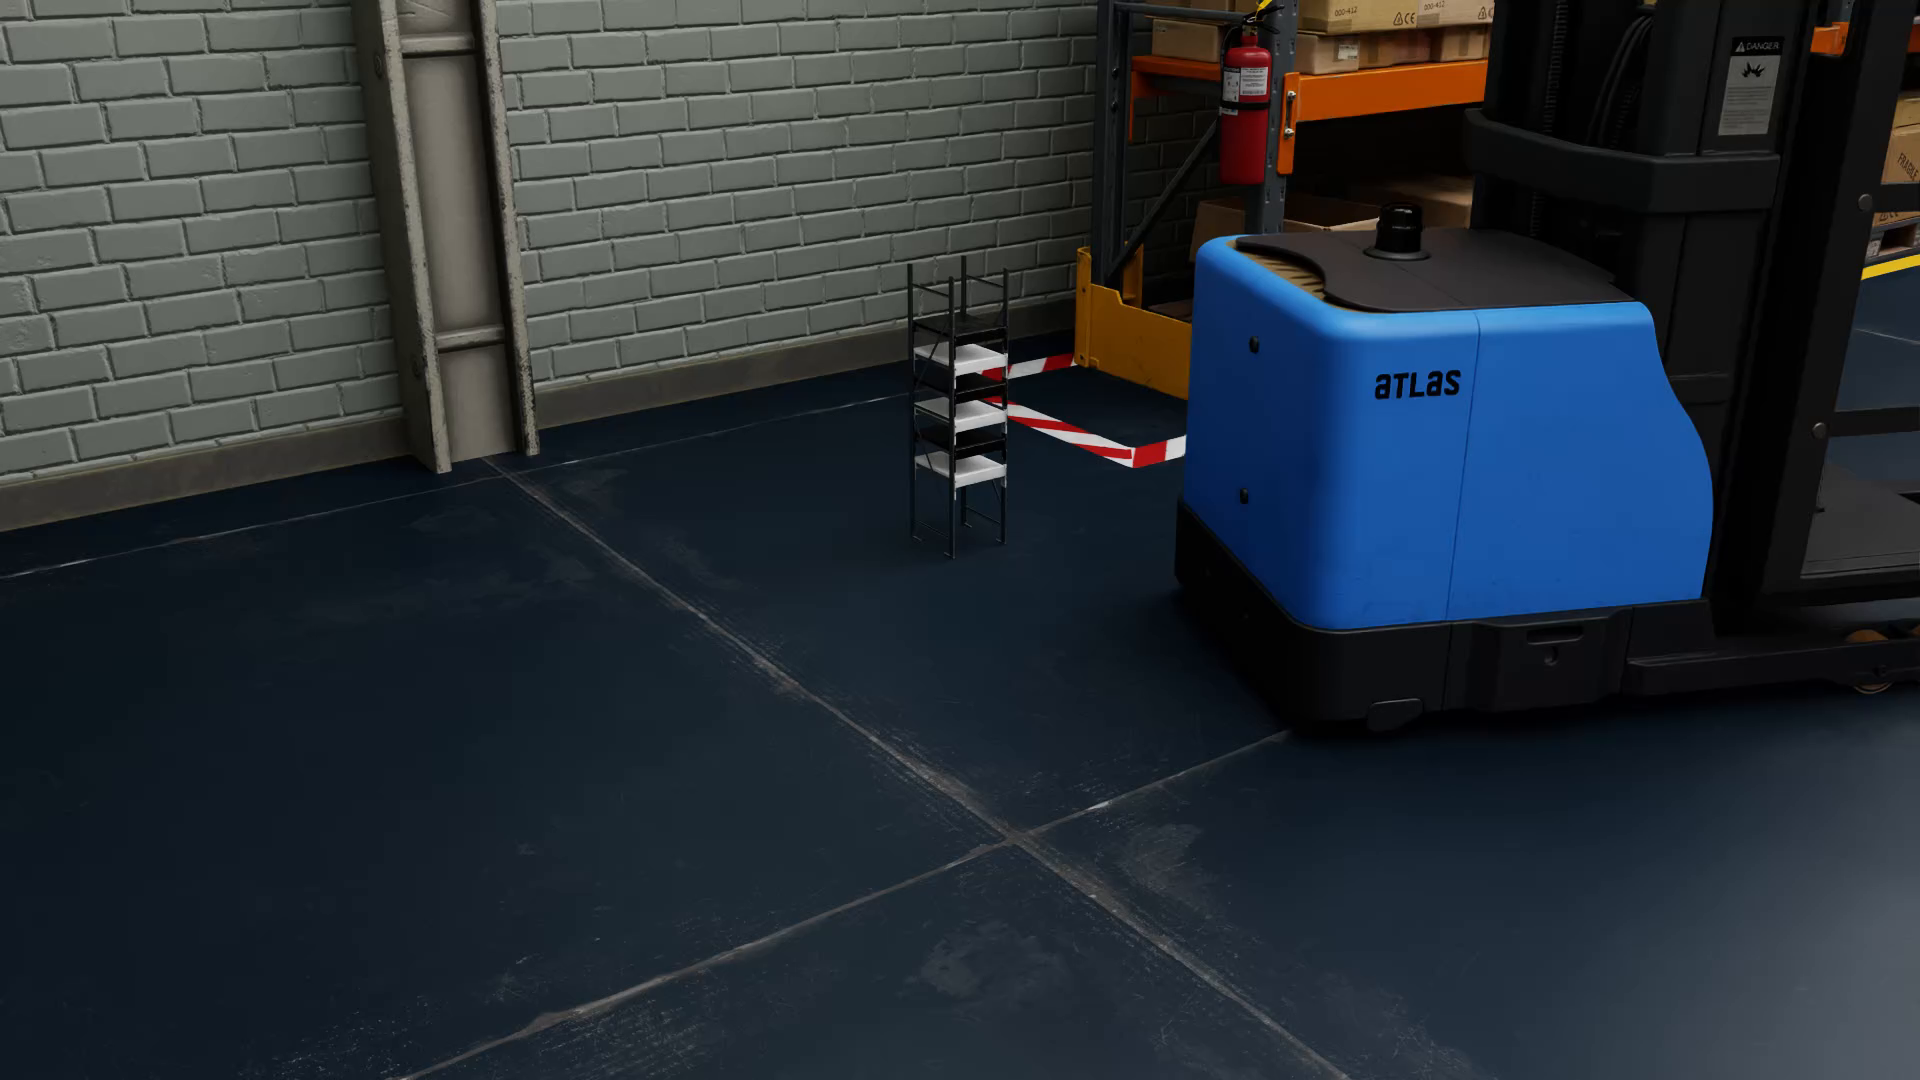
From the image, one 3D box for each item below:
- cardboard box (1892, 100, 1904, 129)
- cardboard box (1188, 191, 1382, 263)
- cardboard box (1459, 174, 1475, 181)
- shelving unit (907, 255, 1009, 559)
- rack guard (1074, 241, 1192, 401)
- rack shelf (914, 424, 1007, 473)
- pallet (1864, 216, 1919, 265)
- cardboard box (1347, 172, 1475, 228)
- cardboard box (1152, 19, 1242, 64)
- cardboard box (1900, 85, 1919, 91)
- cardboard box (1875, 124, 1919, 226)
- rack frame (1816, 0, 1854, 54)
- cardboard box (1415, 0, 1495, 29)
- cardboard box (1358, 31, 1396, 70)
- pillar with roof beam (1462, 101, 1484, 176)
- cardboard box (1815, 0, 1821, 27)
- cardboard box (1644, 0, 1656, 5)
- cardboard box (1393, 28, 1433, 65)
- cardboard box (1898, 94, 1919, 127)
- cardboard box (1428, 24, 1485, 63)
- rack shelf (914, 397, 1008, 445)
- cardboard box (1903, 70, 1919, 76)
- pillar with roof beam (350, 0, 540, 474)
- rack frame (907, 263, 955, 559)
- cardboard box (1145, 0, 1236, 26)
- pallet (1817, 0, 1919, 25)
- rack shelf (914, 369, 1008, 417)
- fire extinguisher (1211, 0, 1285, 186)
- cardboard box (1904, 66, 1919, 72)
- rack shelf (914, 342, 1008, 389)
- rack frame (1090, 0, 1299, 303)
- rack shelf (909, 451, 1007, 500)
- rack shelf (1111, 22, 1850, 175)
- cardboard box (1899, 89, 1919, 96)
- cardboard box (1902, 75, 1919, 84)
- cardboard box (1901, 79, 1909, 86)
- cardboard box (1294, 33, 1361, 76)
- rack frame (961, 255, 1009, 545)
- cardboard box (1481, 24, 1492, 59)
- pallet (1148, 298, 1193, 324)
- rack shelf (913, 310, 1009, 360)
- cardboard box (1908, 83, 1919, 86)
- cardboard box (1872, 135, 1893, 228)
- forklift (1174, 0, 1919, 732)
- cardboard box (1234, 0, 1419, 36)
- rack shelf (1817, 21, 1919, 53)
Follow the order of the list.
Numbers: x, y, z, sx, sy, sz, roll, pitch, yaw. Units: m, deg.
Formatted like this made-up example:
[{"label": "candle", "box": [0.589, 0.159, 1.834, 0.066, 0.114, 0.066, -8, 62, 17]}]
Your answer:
[{"label": "cardboard box", "box": [4.974, -2.374, 9.229, 0.250, 0.149, 0.380, -17, 27, -36]}, {"label": "cardboard box", "box": [1.451, -1.172, 7.089, 0.637, 0.503, 0.797, -16, 27, -35]}, {"label": "cardboard box", "box": [2.655, -1.428, 7.735, 0.500, 0.500, 0.500, -14, 26, -32]}, {"label": "shelving unit", "box": [-0.007, -0.416, 5.225, 0.210, 0.900, 0.258, -15, 26, -33]}, {"label": "rack guard", "box": [0.961, -0.888, 6.948, 0.348, 0.500, 1.175, -15, 26, -33]}, {"label": "rack shelf", "box": [-0.007, -0.302, 5.271, 0.200, 0.077, 0.258, -15, 26, -33]}, {"label": "pallet", "box": [4.785, -1.791, 9.600, 1.213, 0.211, 1.003, -15, 26, -33]}, {"label": "cardboard box", "box": [2.168, -1.344, 7.523, 0.500, 0.500, 0.700, -14, 26, -31]}, {"label": "cardboard box", "box": [1.012, -2.069, 6.872, 0.250, 0.149, 0.380, -15, 26, -33]}, {"label": "cardboard box", "box": [5.616, -2.533, 9.628, 0.250, 0.149, 0.380, -14, 26, -31]}, {"label": "cardboard box", "box": [5.097, -2.088, 9.388, 0.500, 0.500, 0.500, -15, 26, -34]}, {"label": "rack frame", "box": [4.146, -2.899, 8.613, 0.127, 3.000, 1.000, -15, 26, -33]}, {"label": "cardboard box", "box": [1.834, -2.228, 6.733, 0.500, 0.250, 0.500, -15, 26, -32]}, {"label": "cardboard box", "box": [1.506, -1.974, 6.634, 0.250, 0.149, 0.380, -14, 26, -32]}, {"label": "pillar with roof beam", "box": [5.569, -4.510, 4.557, 0.400, 9.000, 9.100, -15, 26, -33]}, {"label": "cardboard box", "box": [4.035, -2.637, 8.296, 0.250, 0.149, 0.380, -15, 26, -32]}, {"label": "cardboard box", "box": [3.065, -2.567, 7.582, 0.500, 0.250, 0.500, -15, 26, -33]}, {"label": "cardboard box", "box": [1.699, -2.041, 6.803, 0.250, 0.149, 0.380, -15, 26, -34]}, {"label": "cardboard box", "box": [5.189, -2.437, 9.388, 0.250, 0.149, 0.380, -15, 26, -34]}, {"label": "cardboard box", "box": [1.940, -2.077, 6.894, 0.250, 0.149, 0.380, -14, 26, -31]}, {"label": "rack shelf", "box": [-0.007, -0.385, 5.238, 0.200, 0.077, 0.258, -15, 26, -33]}, {"label": "cardboard box", "box": [5.943, -2.851, 10.425, 0.250, 0.149, 0.380, -16, 27, -34]}, {"label": "pillar with roof beam", "box": [0.699, -3.212, 1.303, 0.400, 9.000, 9.100, -15, 26, -33]}, {"label": "rack frame", "box": [-0.089, -0.394, 5.170, 0.006, 0.900, 0.240, -15, 26, -33]}, {"label": "cardboard box", "box": [1.118, -2.281, 6.866, 0.500, 0.250, 0.500, -14, 26, -31]}, {"label": "pallet", "box": [4.859, -2.950, 9.000, 1.213, 0.211, 1.003, -15, 26, -33]}, {"label": "rack shelf", "box": [-0.007, -0.469, 5.204, 0.200, 0.077, 0.258, -15, 26, -33]}, {"label": "fire extinguisher", "box": [1.050, -1.653, 6.099, 0.183, 0.674, 0.296, -15, 26, -33]}, {"label": "cardboard box", "box": [6.127, -2.922, 10.603, 0.250, 0.149, 0.380, -16, 27, -35]}, {"label": "rack shelf", "box": [-0.007, -0.552, 5.171, 0.200, 0.077, 0.258, -15, 26, -33]}, {"label": "rack frame", "box": [0.899, -2.033, 6.443, 0.127, 3.000, 1.000, -15, 26, -33]}, {"label": "rack shelf", "box": [-0.007, -0.218, 5.304, 0.200, 0.077, 0.258, -15, 26, -33]}, {"label": "rack shelf", "box": [2.523, -2.132, 7.662, 4.000, 0.370, 1.077, -15, 26, -33]}, {"label": "cardboard box", "box": [5.414, -2.480, 9.495, 0.250, 0.149, 0.380, -15, 26, -33]}, {"label": "cardboard box", "box": [5.770, -2.785, 10.258, 0.250, 0.149, 0.380, -15, 26, -33]}, {"label": "cardboard box", "box": [5.526, -2.739, 10.144, 0.250, 0.149, 0.380, -16, 27, -35]}, {"label": "cardboard box", "box": [1.326, -1.905, 6.461, 0.250, 0.149, 0.380, -15, 26, -33]}, {"label": "rack frame", "box": [0.076, -0.438, 5.280, 0.006, 0.900, 0.240, -15, 26, -33]}, {"label": "cardboard box", "box": [2.152, -2.137, 7.042, 0.250, 0.149, 0.380, -14, 26, -32]}, {"label": "pallet", "box": [1.608, -0.927, 7.435, 1.213, 0.211, 1.003, -15, 26, -33]}, {"label": "rack shelf", "box": [-0.007, -0.636, 5.137, 0.200, 0.077, 0.258, -15, 26, -33]}, {"label": "cardboard box", "box": [5.818, -2.600, 9.796, 0.250, 0.149, 0.380, -15, 26, -33]}, {"label": "cardboard box", "box": [4.670, -1.970, 9.091, 0.500, 0.500, 0.500, -14, 25, -31]}, {"label": "forklift", "box": [2.207, -1.143, 4.306, 3.031, 2.935, 1.130, -4, 22, -11]}, {"label": "cardboard box", "box": [1.425, -2.118, 6.459, 0.500, 0.250, 0.500, -15, 26, -33]}, {"label": "rack shelf", "box": [5.770, -2.997, 9.831, 4.000, 0.370, 1.077, -15, 26, -33]}]
